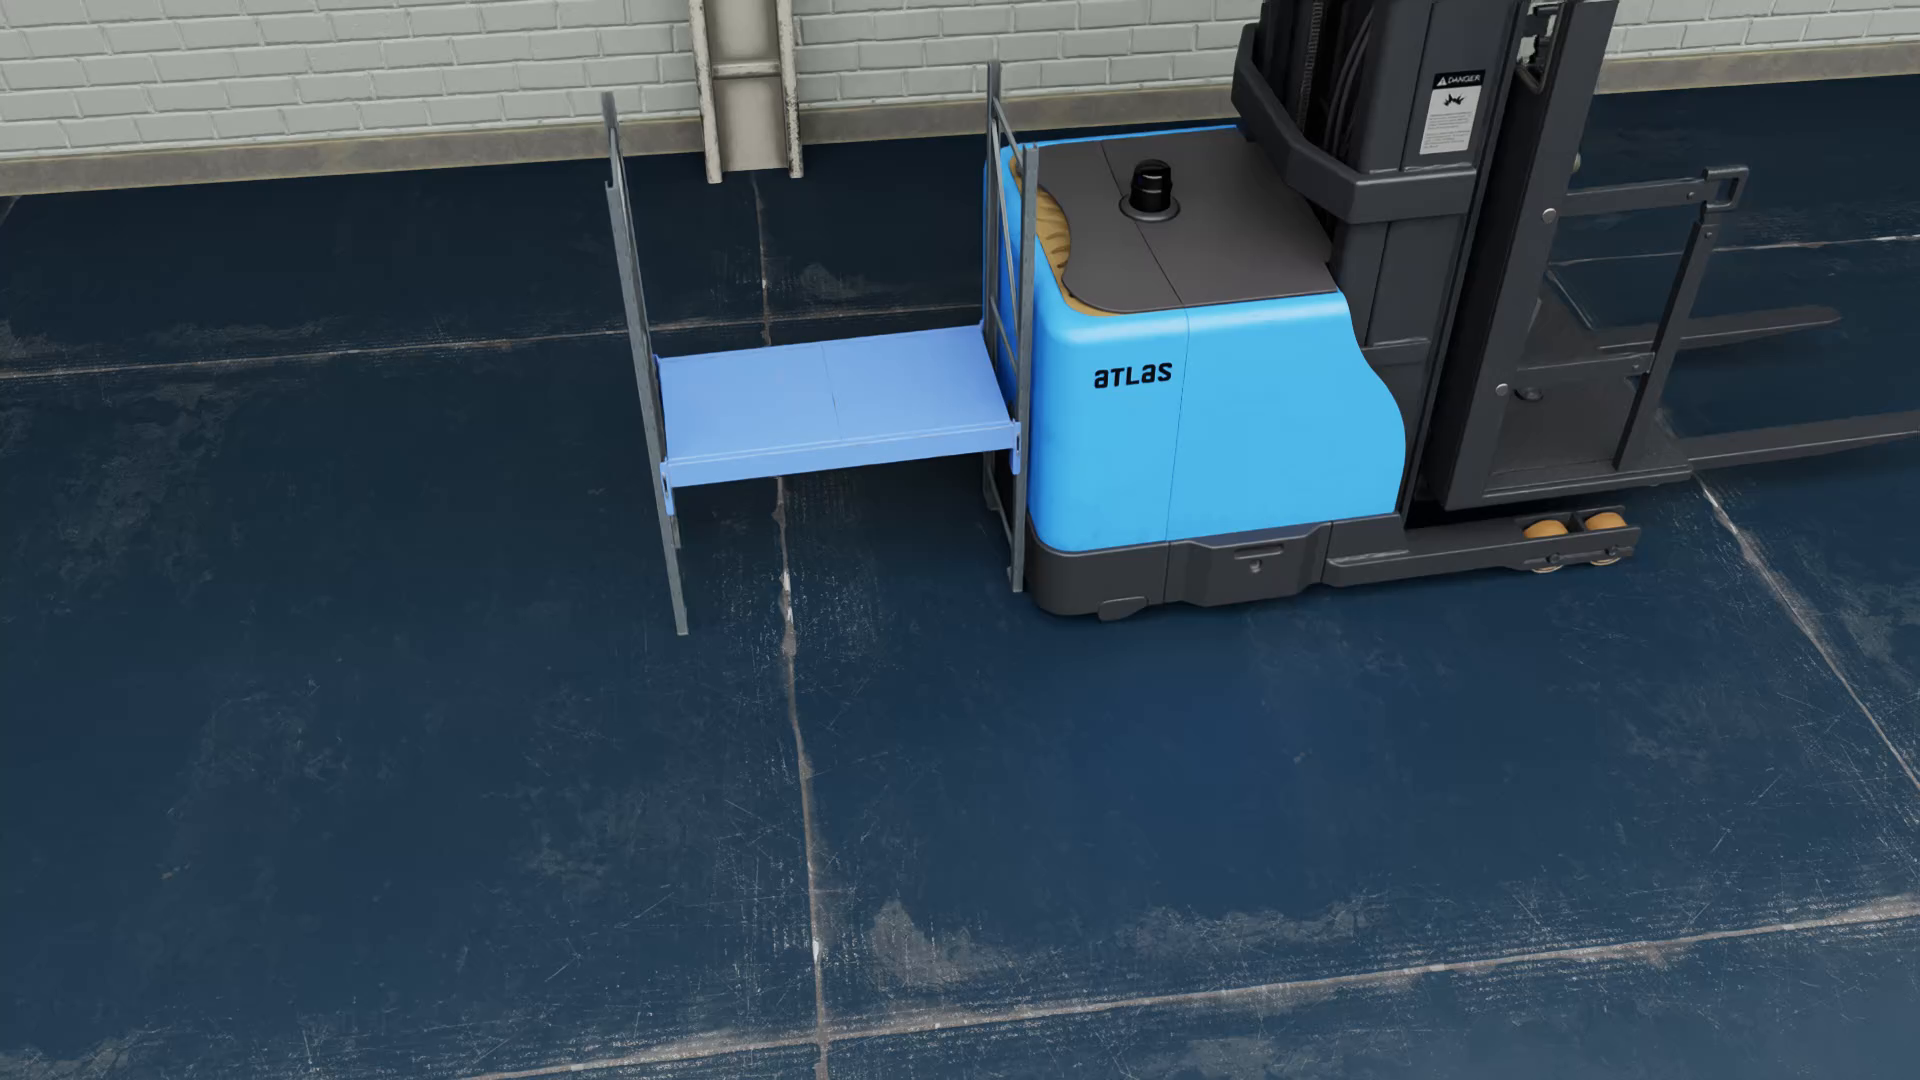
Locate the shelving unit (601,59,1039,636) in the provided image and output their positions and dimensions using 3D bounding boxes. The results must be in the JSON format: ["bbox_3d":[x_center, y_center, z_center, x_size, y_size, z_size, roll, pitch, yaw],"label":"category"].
[{"bbox_3d":[-0.367,-0.499,4.683,1.048,1.500,0.538,-7,43,-8],"label":"shelving unit"}]

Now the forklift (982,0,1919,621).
[{"bbox_3d":[1.625,-1.329,4.535,3.031,2.935,1.130,-7,43,-8],"label":"forklift"}]

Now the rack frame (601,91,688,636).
[{"bbox_3d":[-0.867,-0.437,4.615,0.032,1.500,0.500,-7,43,-8],"label":"rack frame"}]

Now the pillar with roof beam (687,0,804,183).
[{"bbox_3d":[-0.309,-2.079,0.836,0.400,9.000,9.100,-5,42,-6],"label":"pillar with roof beam"}]

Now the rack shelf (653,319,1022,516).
[{"bbox_3d":[-0.367,-0.365,4.804,1.000,0.185,0.538,-7,43,-8],"label":"rack shelf"}]

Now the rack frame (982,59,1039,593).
[{"bbox_3d":[0.133,-0.561,4.752,0.032,1.500,0.500,-7,43,-8],"label":"rack frame"}]
